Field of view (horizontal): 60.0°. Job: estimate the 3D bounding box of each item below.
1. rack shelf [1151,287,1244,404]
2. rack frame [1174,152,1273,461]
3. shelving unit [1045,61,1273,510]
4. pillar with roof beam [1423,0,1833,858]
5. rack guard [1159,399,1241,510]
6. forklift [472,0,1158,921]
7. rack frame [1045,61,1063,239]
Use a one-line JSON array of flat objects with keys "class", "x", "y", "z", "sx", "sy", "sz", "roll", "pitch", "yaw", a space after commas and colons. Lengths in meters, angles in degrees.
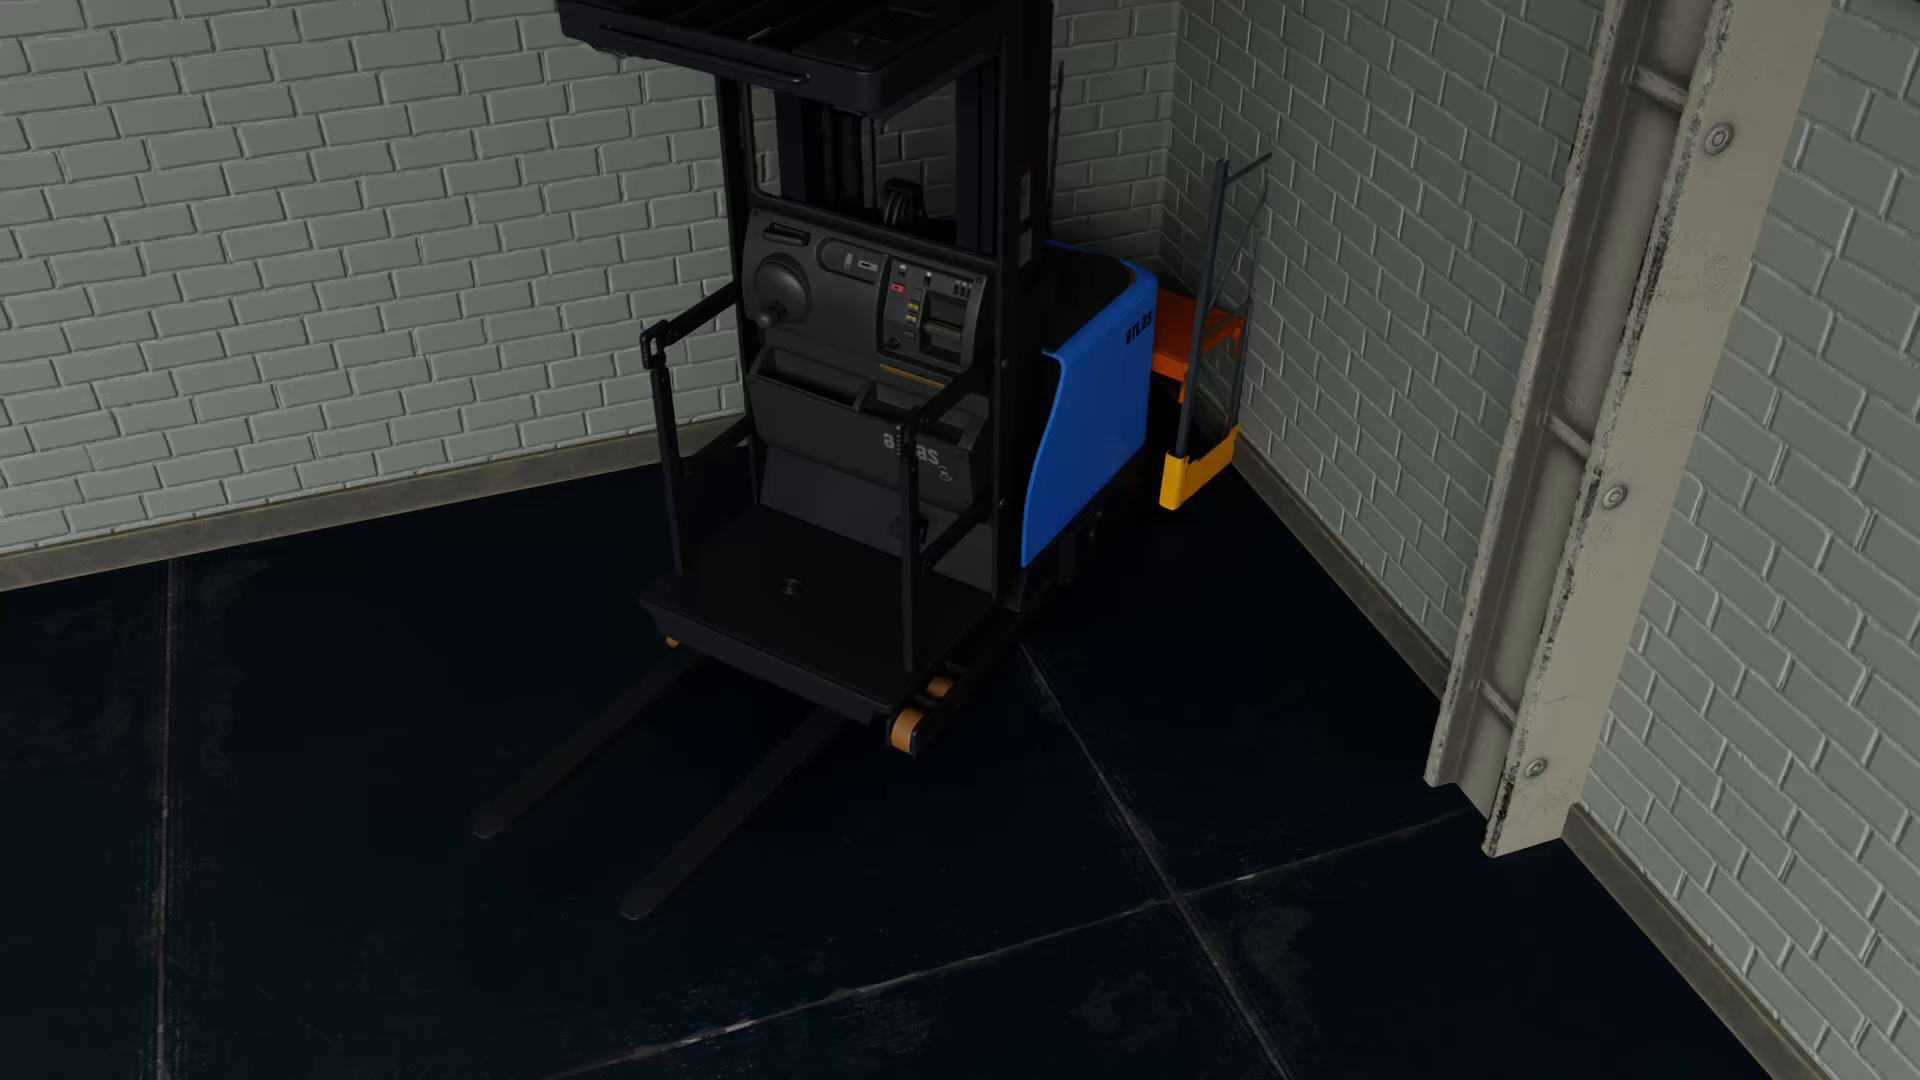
[{"class": "rack shelf", "x": 0.640, "y": -0.918, "z": 6.964, "sx": 1.000, "sy": 0.185, "sz": 0.538, "roll": 25, "pitch": 41, "yaw": 27}, {"class": "rack frame", "x": 1.057, "y": -0.872, "z": 6.624, "sx": 0.032, "sy": 1.500, "sz": 0.500, "roll": 25, "pitch": 41, "yaw": 27}, {"class": "shelving unit", "x": 0.656, "y": -1.061, "z": 6.855, "sx": 1.083, "sy": 1.500, "sz": 0.587, "roll": 25, "pitch": 41, "yaw": 27}, {"class": "pillar with roof beam", "x": -2.251, "y": -1.817, "z": 1.682, "sx": 9.100, "sy": 9.000, "sz": 0.400, "roll": -12, "pitch": 39, "yaw": -16}, {"class": "rack guard", "x": 1.027, "y": -0.366, "z": 6.989, "sx": 0.087, "sy": 0.250, "sz": 0.587, "roll": 25, "pitch": 41, "yaw": 27}, {"class": "forklift", "x": -0.437, "y": -0.751, "z": 5.311, "sx": 1.130, "sy": 2.935, "sz": 3.031, "roll": 21, "pitch": 42, "yaw": 25}, {"class": "rack frame", "x": 0.240, "y": -1.256, "z": 7.093, "sx": 0.032, "sy": 1.500, "sz": 0.500, "roll": 25, "pitch": 41, "yaw": 27}]
